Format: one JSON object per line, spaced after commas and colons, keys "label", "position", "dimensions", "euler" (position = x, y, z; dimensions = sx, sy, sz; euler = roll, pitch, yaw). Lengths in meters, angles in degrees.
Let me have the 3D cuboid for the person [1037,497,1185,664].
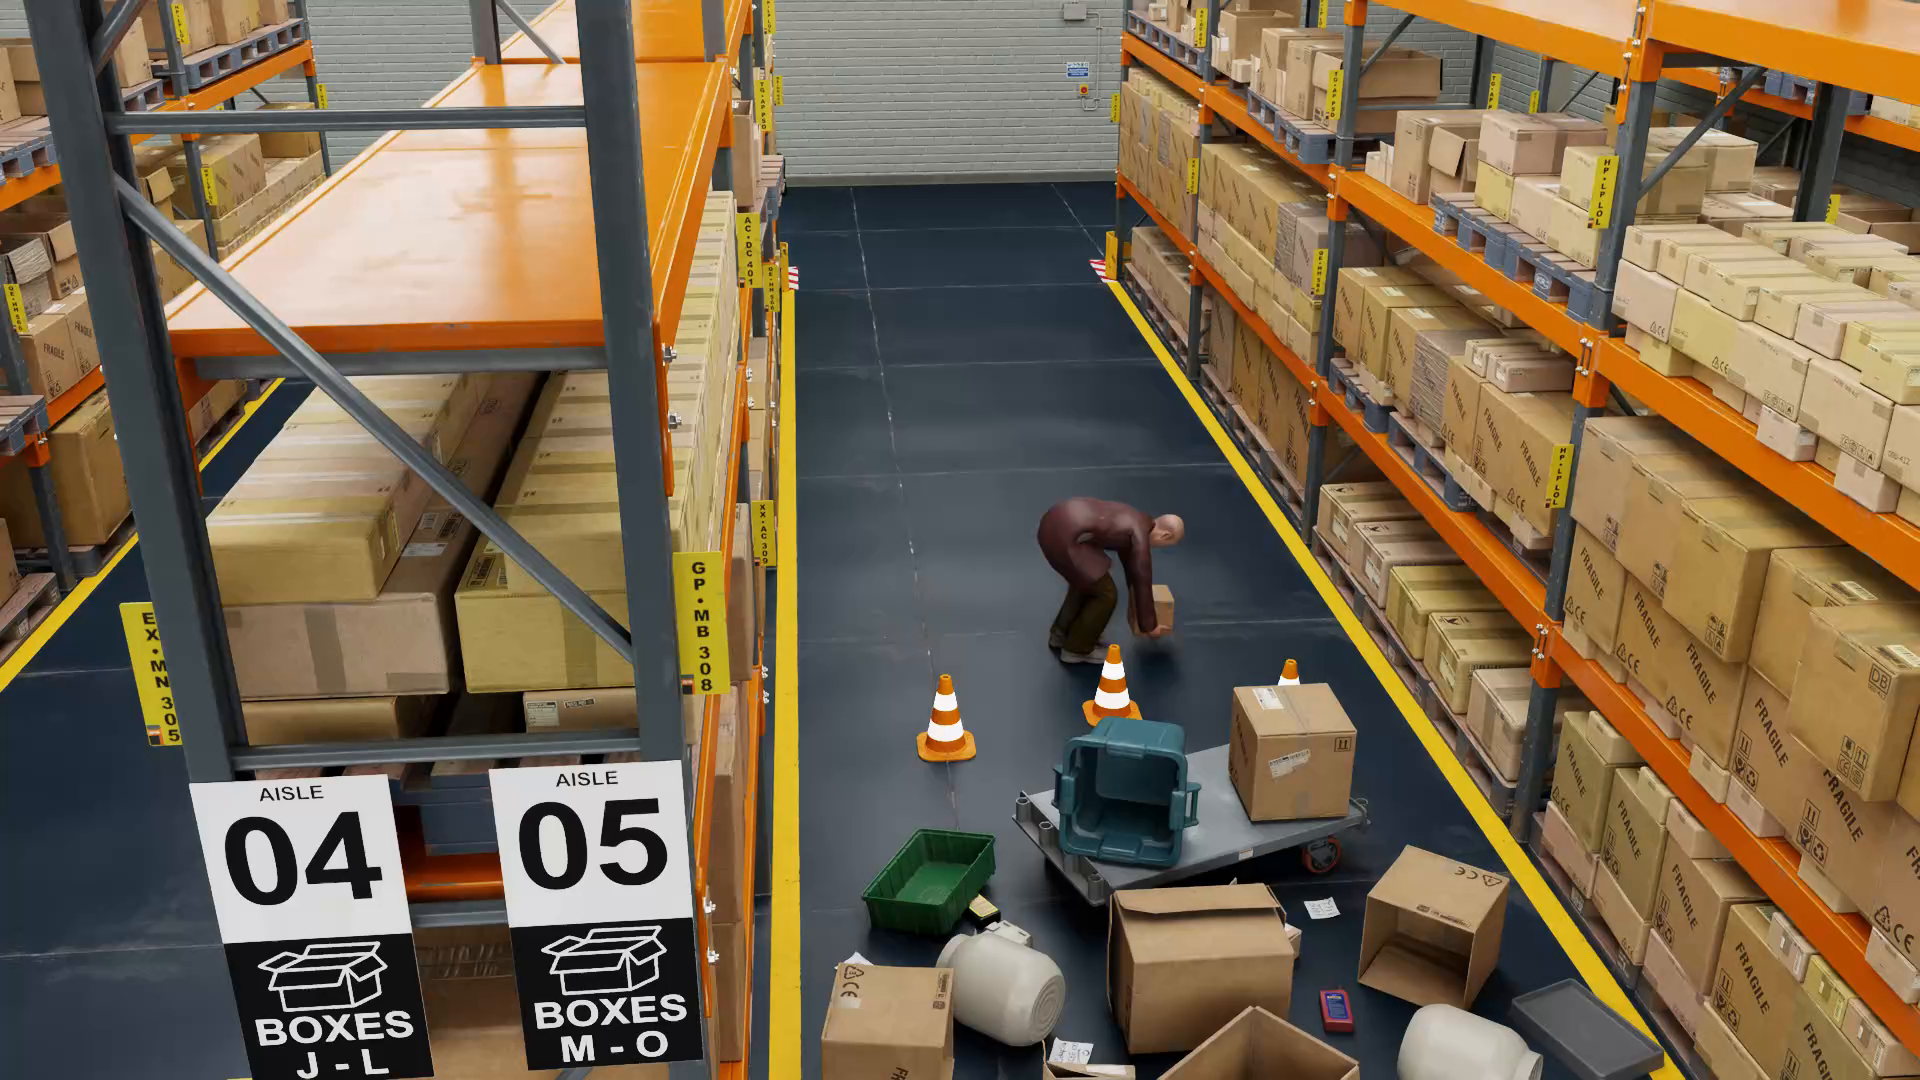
{"label": "person", "position": [0.963, 0.234, 10.694], "dimensions": [0.949, 1.078, 0.577], "euler": [-3, 24, -8]}
